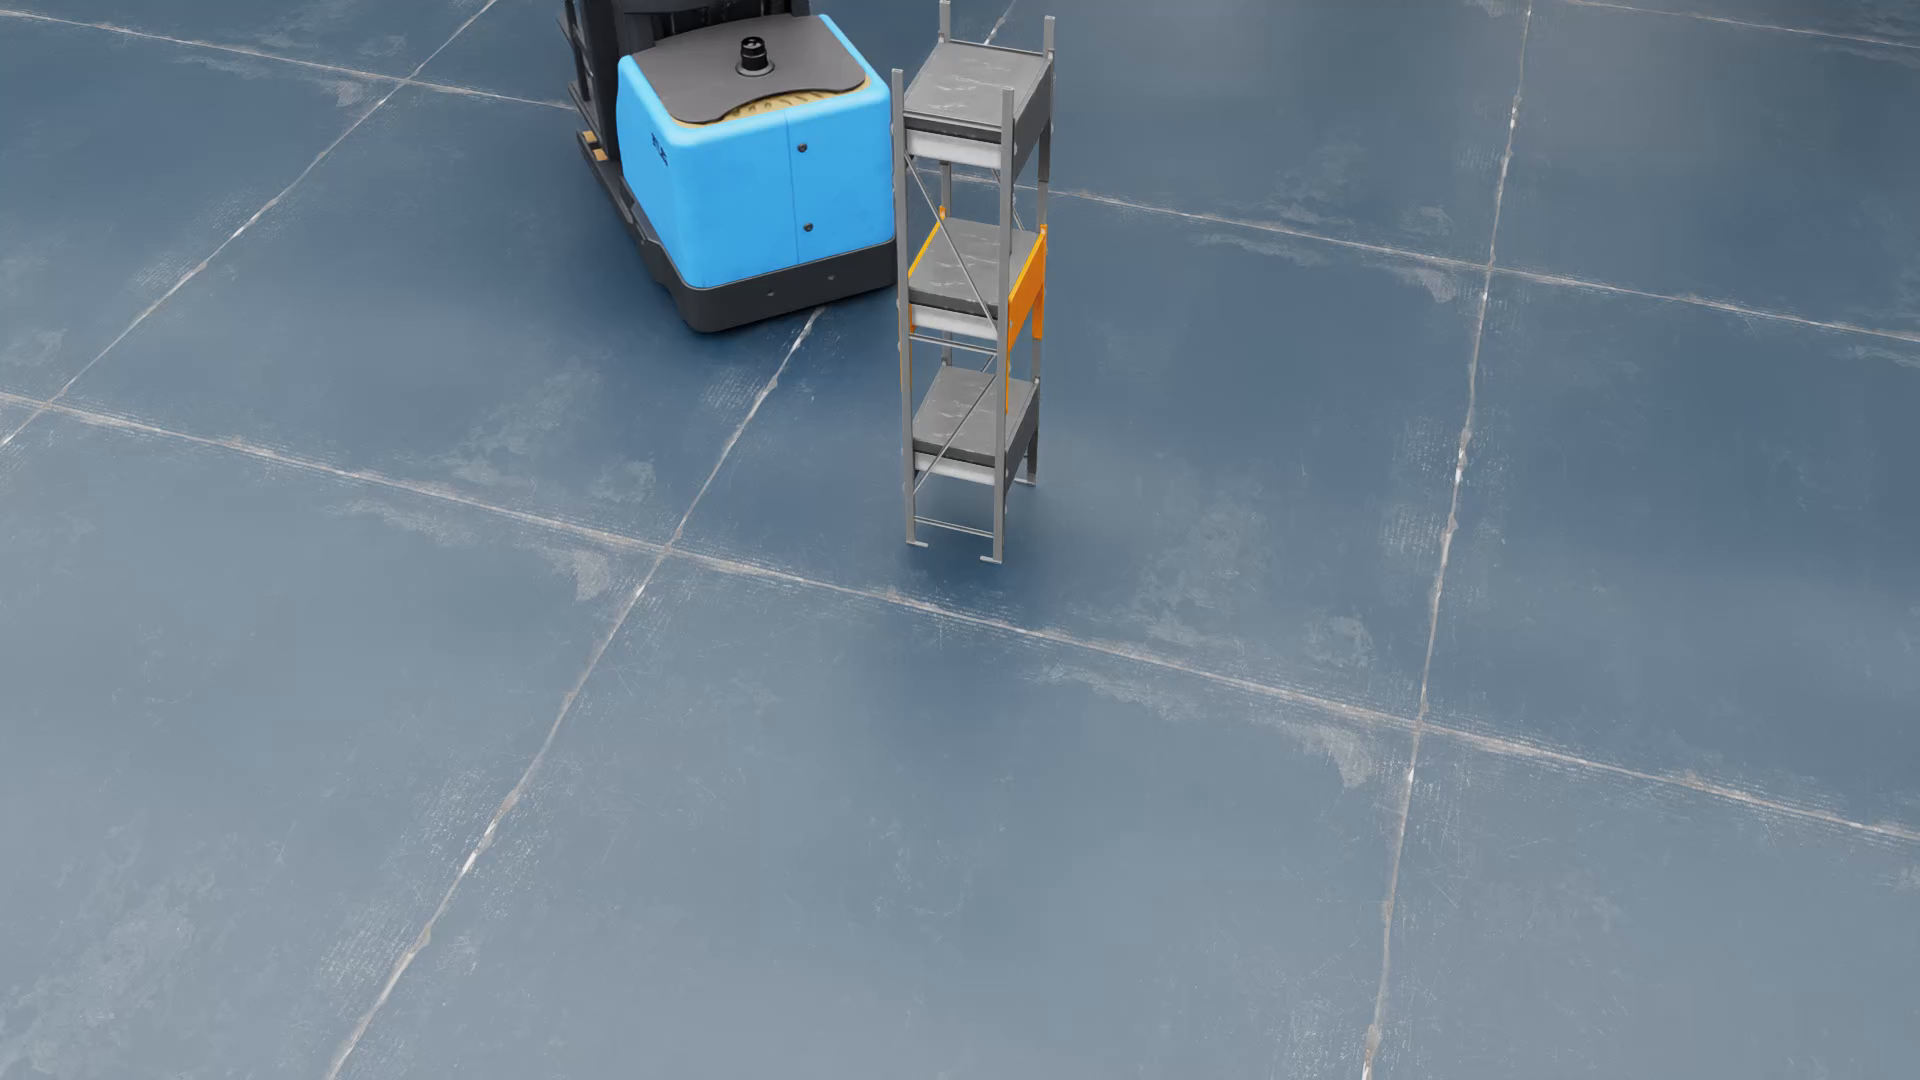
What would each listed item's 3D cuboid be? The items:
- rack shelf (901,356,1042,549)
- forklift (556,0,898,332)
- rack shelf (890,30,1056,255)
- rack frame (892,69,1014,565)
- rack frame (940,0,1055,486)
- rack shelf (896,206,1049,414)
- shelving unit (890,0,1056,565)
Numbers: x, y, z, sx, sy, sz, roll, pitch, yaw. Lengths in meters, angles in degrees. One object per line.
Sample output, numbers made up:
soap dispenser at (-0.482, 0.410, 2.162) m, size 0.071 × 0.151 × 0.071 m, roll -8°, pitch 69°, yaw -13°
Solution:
rack shelf at (0.050, -0.351, 6.628) m, size 0.431 × 0.518 × 0.480 m, roll 13°, pitch 46°, yaw 12°
forklift at (-1.366, -3.037, 7.758) m, size 1.130 × 2.935 × 3.031 m, roll -18°, pitch 47°, yaw -17°
rack shelf at (0.050, -1.351, 5.648) m, size 0.431 × 0.518 × 0.480 m, roll 13°, pitch 46°, yaw 12°
rack frame at (-0.024, -0.698, 5.962) m, size 0.400 × 2.100 × 0.015 m, roll 13°, pitch 46°, yaw 12°
rack frame at (0.124, -1.023, 6.295) m, size 0.400 × 2.100 × 0.015 m, roll 13°, pitch 46°, yaw 12°
rack shelf at (0.050, -0.851, 6.138) m, size 0.431 × 0.518 × 0.480 m, roll 13°, pitch 46°, yaw 12°
shelving unit at (0.050, -0.861, 6.128) m, size 0.431 × 2.100 × 0.503 m, roll 13°, pitch 46°, yaw 12°
